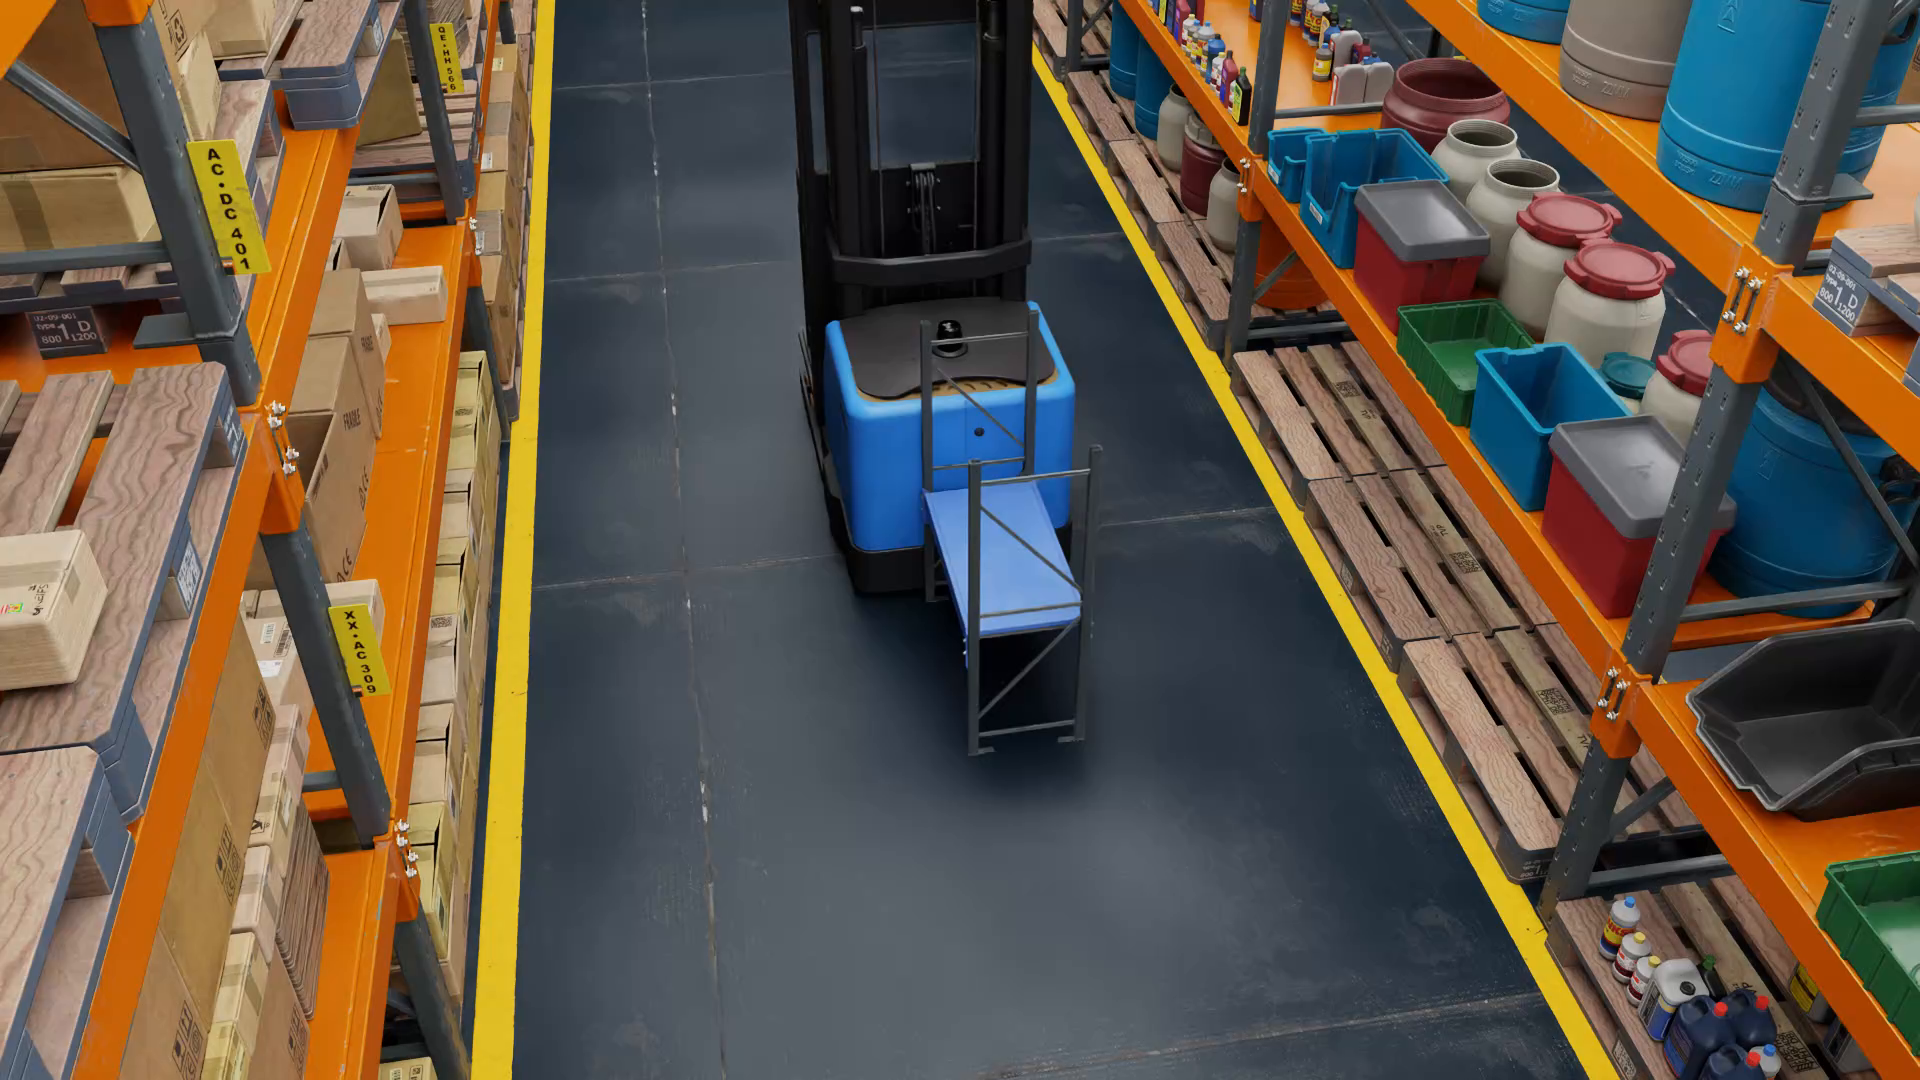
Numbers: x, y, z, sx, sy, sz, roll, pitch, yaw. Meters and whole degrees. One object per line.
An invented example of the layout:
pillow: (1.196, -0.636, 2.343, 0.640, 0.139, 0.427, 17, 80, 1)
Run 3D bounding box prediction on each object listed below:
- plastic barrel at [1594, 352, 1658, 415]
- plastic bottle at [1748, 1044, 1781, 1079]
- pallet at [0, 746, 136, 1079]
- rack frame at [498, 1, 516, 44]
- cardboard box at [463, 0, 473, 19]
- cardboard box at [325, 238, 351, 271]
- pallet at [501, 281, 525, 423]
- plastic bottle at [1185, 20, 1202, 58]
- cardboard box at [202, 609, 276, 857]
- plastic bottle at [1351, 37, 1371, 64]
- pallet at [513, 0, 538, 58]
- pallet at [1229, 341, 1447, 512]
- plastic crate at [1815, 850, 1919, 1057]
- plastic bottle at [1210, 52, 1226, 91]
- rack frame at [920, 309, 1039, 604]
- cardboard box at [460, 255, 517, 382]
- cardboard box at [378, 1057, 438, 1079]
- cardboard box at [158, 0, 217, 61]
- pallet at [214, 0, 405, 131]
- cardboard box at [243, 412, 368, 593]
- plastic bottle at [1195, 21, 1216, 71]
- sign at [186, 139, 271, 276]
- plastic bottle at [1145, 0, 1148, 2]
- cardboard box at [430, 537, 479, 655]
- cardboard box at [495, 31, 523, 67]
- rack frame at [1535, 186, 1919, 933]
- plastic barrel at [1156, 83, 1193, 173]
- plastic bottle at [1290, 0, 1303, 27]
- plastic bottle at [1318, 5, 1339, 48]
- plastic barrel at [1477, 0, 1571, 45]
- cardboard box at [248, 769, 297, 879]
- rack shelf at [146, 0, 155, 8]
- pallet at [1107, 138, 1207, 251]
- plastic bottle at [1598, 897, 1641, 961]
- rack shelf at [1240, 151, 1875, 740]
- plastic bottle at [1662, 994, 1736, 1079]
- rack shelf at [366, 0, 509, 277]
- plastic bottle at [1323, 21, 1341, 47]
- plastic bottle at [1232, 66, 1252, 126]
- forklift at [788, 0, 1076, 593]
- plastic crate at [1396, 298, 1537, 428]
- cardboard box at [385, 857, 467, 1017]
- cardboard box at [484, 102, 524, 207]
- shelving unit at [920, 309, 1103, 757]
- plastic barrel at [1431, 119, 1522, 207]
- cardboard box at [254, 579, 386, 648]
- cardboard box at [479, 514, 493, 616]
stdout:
plastic barrel: (2.613, -0.553, 6.530, 0.301, 0.262, 0.301, 0, 38, 0)
plastic bottle: (2.571, 1.719, 5.358, 0.097, 0.271, 0.097, 0, 38, 0)
pallet: (-1.798, 0.837, 2.255, 1.003, 0.211, 1.213, -6, 38, -8)
rack frame: (-3.586, -4.093, 10.974, 1.000, 3.000, 0.127, -6, 38, -8)
cardboard box: (-3.215, -3.238, 9.449, 0.700, 0.500, 0.500, -16, 41, -19)
cardboard box: (-2.918, -1.081, 7.169, 0.500, 0.311, 0.500, -7, 38, -8)
pallet: (-2.978, -1.031, 9.305, 1.003, 0.211, 1.213, -6, 38, -8)
plastic bottle: (1.357, -2.892, 9.589, 0.097, 0.201, 0.097, 0, 38, 0)
cardboard box: (-2.099, 0.454, 3.981, 0.700, 0.500, 0.500, -6, 38, -8)
plastic bottle: (2.222, -2.661, 9.226, 0.061, 0.283, 0.133, -6, 38, -8)
pallet: (-3.923, -4.145, 13.314, 1.003, 0.211, 1.213, -6, 38, -8)
pallet: (2.090, -0.635, 8.795, 1.003, 0.211, 1.213, -6, 38, -8)
plastic crate: (2.654, 1.142, 4.408, 0.450, 0.188, 0.662, -6, 38, -8)
plastic bottle: (1.442, -2.598, 9.211, 0.097, 0.201, 0.097, 0, 38, 0)
rack frame: (0.083, -0.333, 7.356, 0.500, 1.500, 0.032, -7, 38, -9)
cardboard box: (-2.683, -1.170, 8.889, 0.500, 0.500, 0.500, -5, 38, -6)
cardboard box: (-1.887, 1.915, 5.139, 0.500, 0.250, 0.500, -6, 38, -8)
cardboard box: (-2.375, -1.567, 4.446, 0.500, 0.500, 0.500, -3, 38, -4)
pallet: (-2.479, -1.712, 5.617, 1.003, 0.211, 1.213, -5, 38, -6)
cardboard box: (-2.394, -0.085, 5.732, 0.500, 0.500, 0.500, -4, 38, -5)
plastic bottle: (1.391, -2.802, 9.416, 0.097, 0.271, 0.097, 0, 38, 0)
sign: (-1.637, -0.742, 3.729, 0.100, 0.325, 0.005, -6, 38, -8)
plastic bottle: (1.194, -3.480, 10.290, 0.097, 0.271, 0.097, 0, 38, 0)
cardboard box: (-2.281, 0.232, 6.848, 0.500, 0.311, 0.500, -5, 38, -7)
cardboard box: (-3.446, -3.482, 12.020, 0.500, 0.311, 0.500, -6, 38, -8)
rack frame: (2.694, 0.208, 5.437, 1.000, 3.000, 0.127, -6, 38, -8)
plastic barrel: (1.505, -2.699, 10.864, 0.421, 0.512, 0.421, 0, 38, 0)
plastic bottle: (2.039, -3.224, 9.959, 0.097, 0.271, 0.097, 0, 38, 0)
plastic bottle: (2.135, -2.963, 9.614, 0.061, 0.283, 0.133, -6, 38, -8)
plastic barrel: (2.162, -2.248, 5.745, 0.600, 0.901, 0.708, -6, 38, -8)
cardboard box: (-1.883, 0.734, 4.150, 0.380, 0.149, 0.250, -7, 38, -9)
rack shelf: (-2.534, -2.396, 4.812, 1.077, 0.370, 4.000, -6, 38, -8)
pallet: (1.603, -2.314, 10.956, 1.003, 0.211, 1.213, -6, 38, -8)
plastic bottle: (2.318, 1.351, 5.831, 0.097, 0.271, 0.097, 0, 38, 0)
rack shelf: (2.343, -0.716, 7.213, 1.077, 0.370, 4.000, -6, 38, -8)
plastic bottle: (2.427, 1.613, 5.430, 0.144, 0.351, 0.185, -5, 38, -7)
rack shelf: (-3.235, -2.601, 9.640, 1.077, 0.370, 4.000, -6, 38, -8)
plastic bottle: (2.101, -2.799, 9.413, 0.097, 0.271, 0.097, 0, 38, 0)
plastic bottle: (1.502, -2.360, 8.838, 0.061, 0.283, 0.133, -6, 38, -8)
forklift: (-0.261, -1.815, 8.096, 1.130, 2.935, 3.031, -7, 38, -9)
plastic crate: (2.111, -0.730, 6.817, 0.450, 0.188, 0.662, -6, 38, -8)
cardboard box: (-2.010, 1.388, 5.817, 0.500, 0.250, 0.500, -7, 38, -9)
cardboard box: (-3.051, -2.410, 10.486, 0.500, 0.500, 0.500, -6, 38, -7)
shelving unit: (0.181, -0.027, 6.963, 0.538, 1.500, 1.048, -7, 38, -9)
plastic barrel: (2.383, -1.654, 7.742, 0.421, 0.512, 0.421, 0, 38, 0)
cardboard box: (-2.137, 0.281, 5.548, 0.380, 0.149, 0.250, -6, 38, -8)
cardboard box: (-2.373, 0.149, 7.412, 0.500, 0.250, 0.500, -5, 38, -7)
